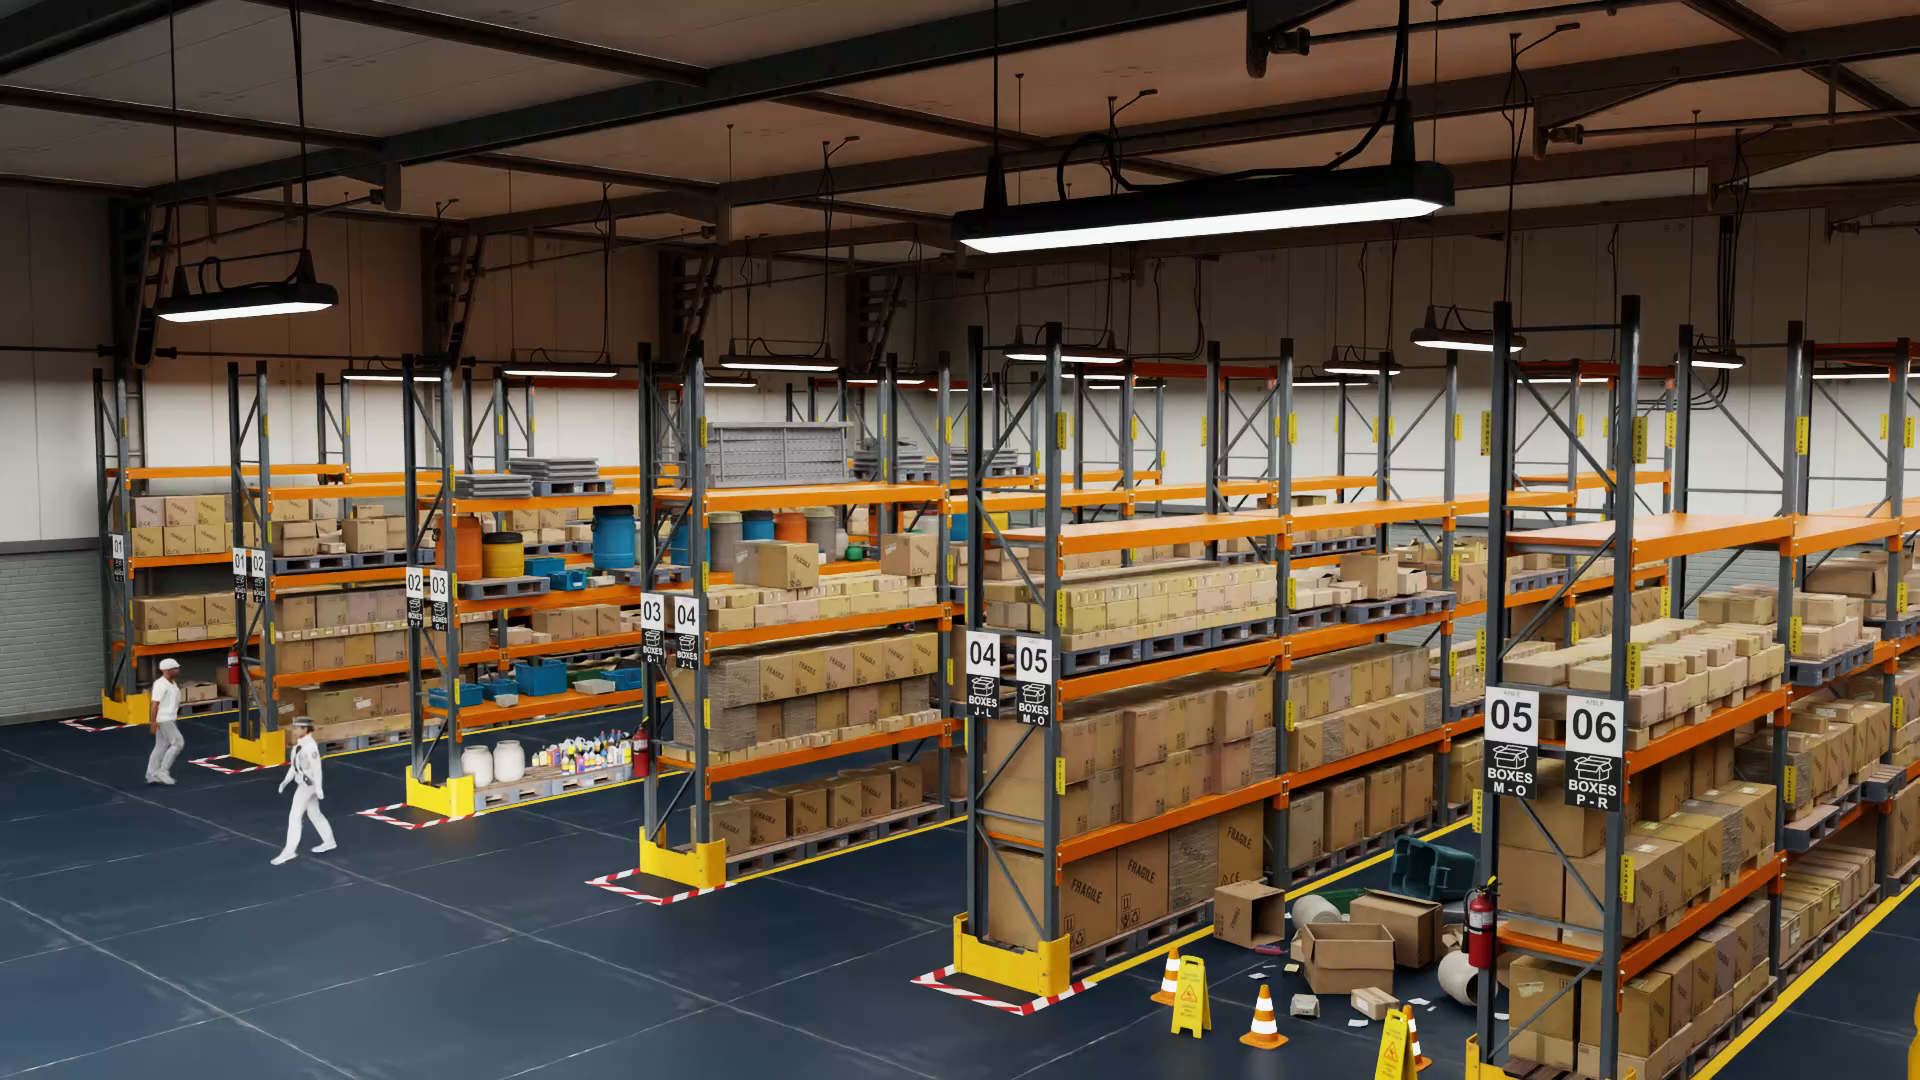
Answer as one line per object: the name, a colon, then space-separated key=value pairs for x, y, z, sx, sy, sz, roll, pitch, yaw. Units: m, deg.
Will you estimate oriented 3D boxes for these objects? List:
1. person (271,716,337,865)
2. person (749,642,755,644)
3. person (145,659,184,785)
person: x=-7.746 y=2.902 z=19.569 sx=0.759 sy=1.659 sz=0.572 roll=-2 pitch=5 yaw=-27
person: x=-3.783 y=2.098 z=30.517 sx=0.507 sy=1.674 sz=0.688 roll=2 pitch=5 yaw=28
person: x=-11.231 y=2.551 z=23.464 sx=0.498 sy=1.750 sz=0.606 roll=-1 pitch=4 yaw=-15
